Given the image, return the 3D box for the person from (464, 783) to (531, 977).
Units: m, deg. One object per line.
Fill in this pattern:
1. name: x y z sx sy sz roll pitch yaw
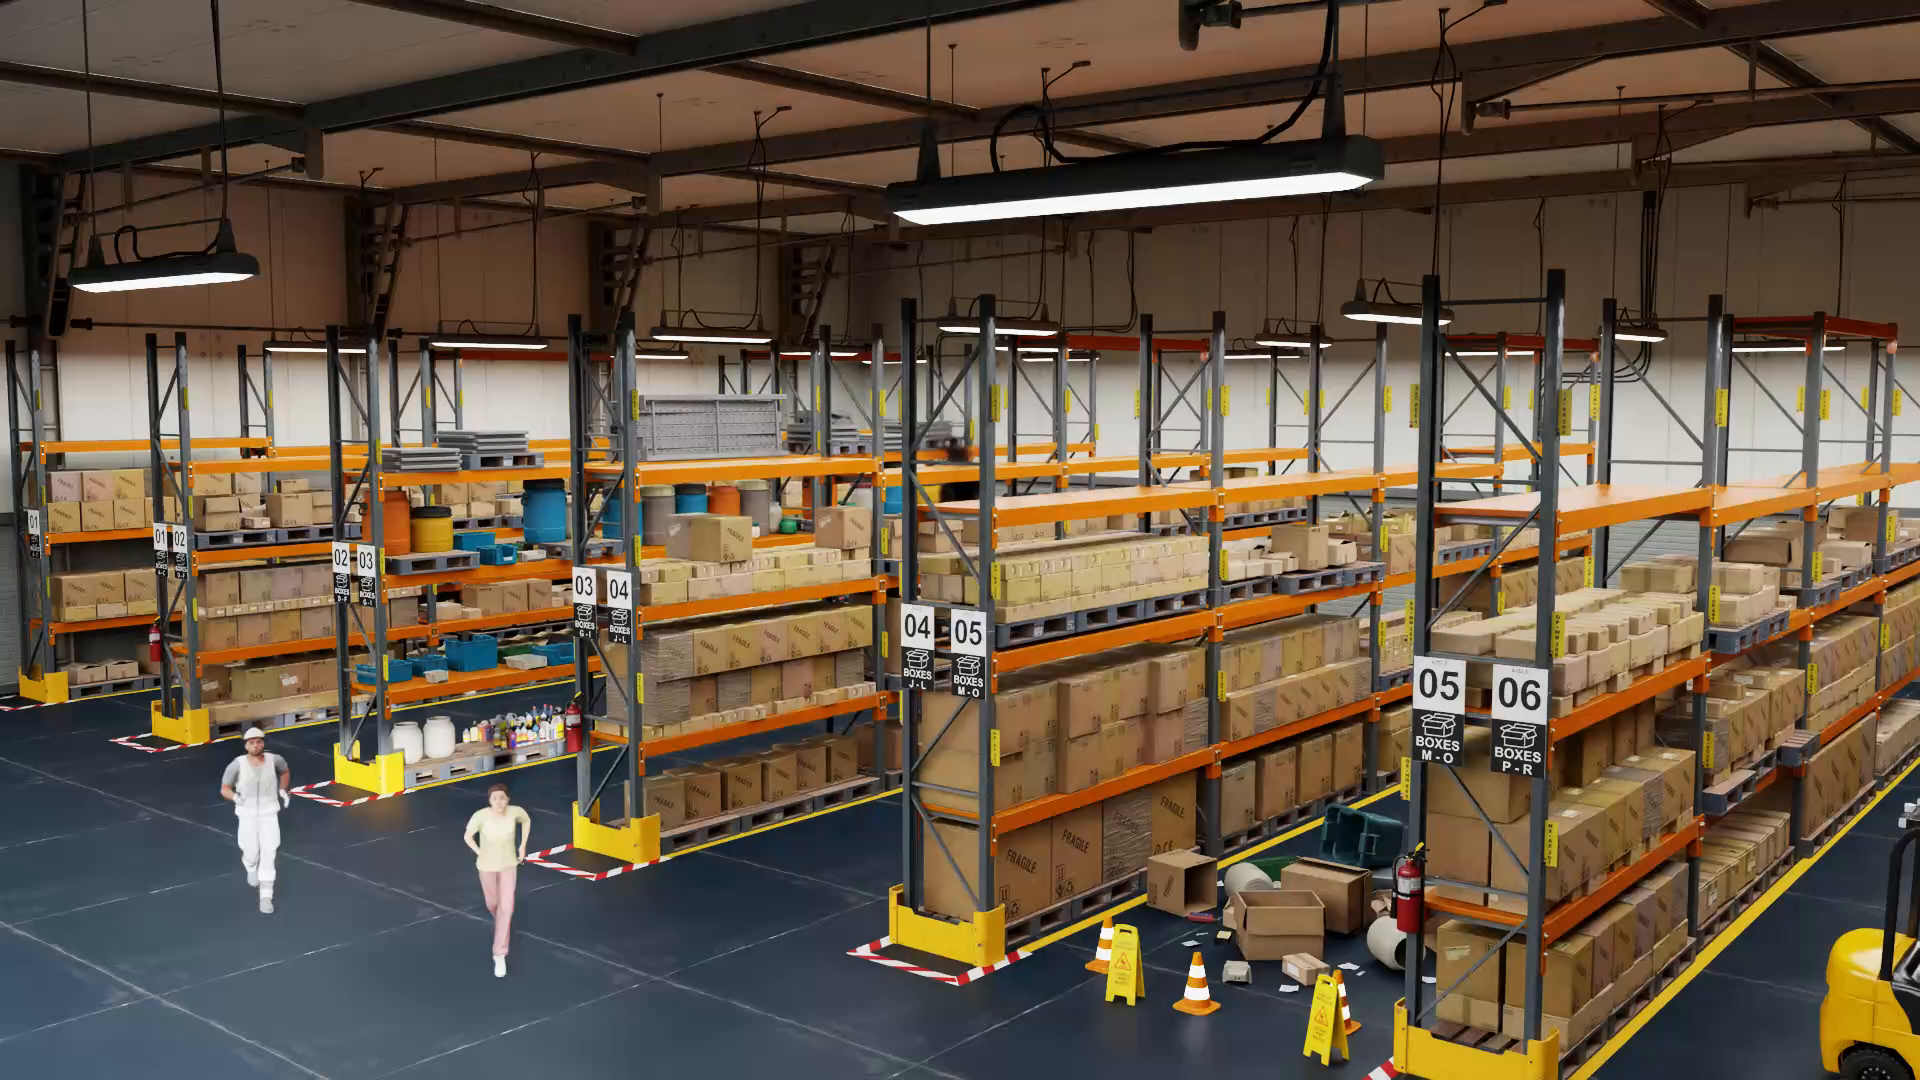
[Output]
1. person: -4.200 2.991 15.133 0.582 1.660 1.095 -1 5 -13

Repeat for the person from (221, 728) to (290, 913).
1. person: -7.044 2.764 16.684 0.658 1.782 0.977 -3 6 -27
